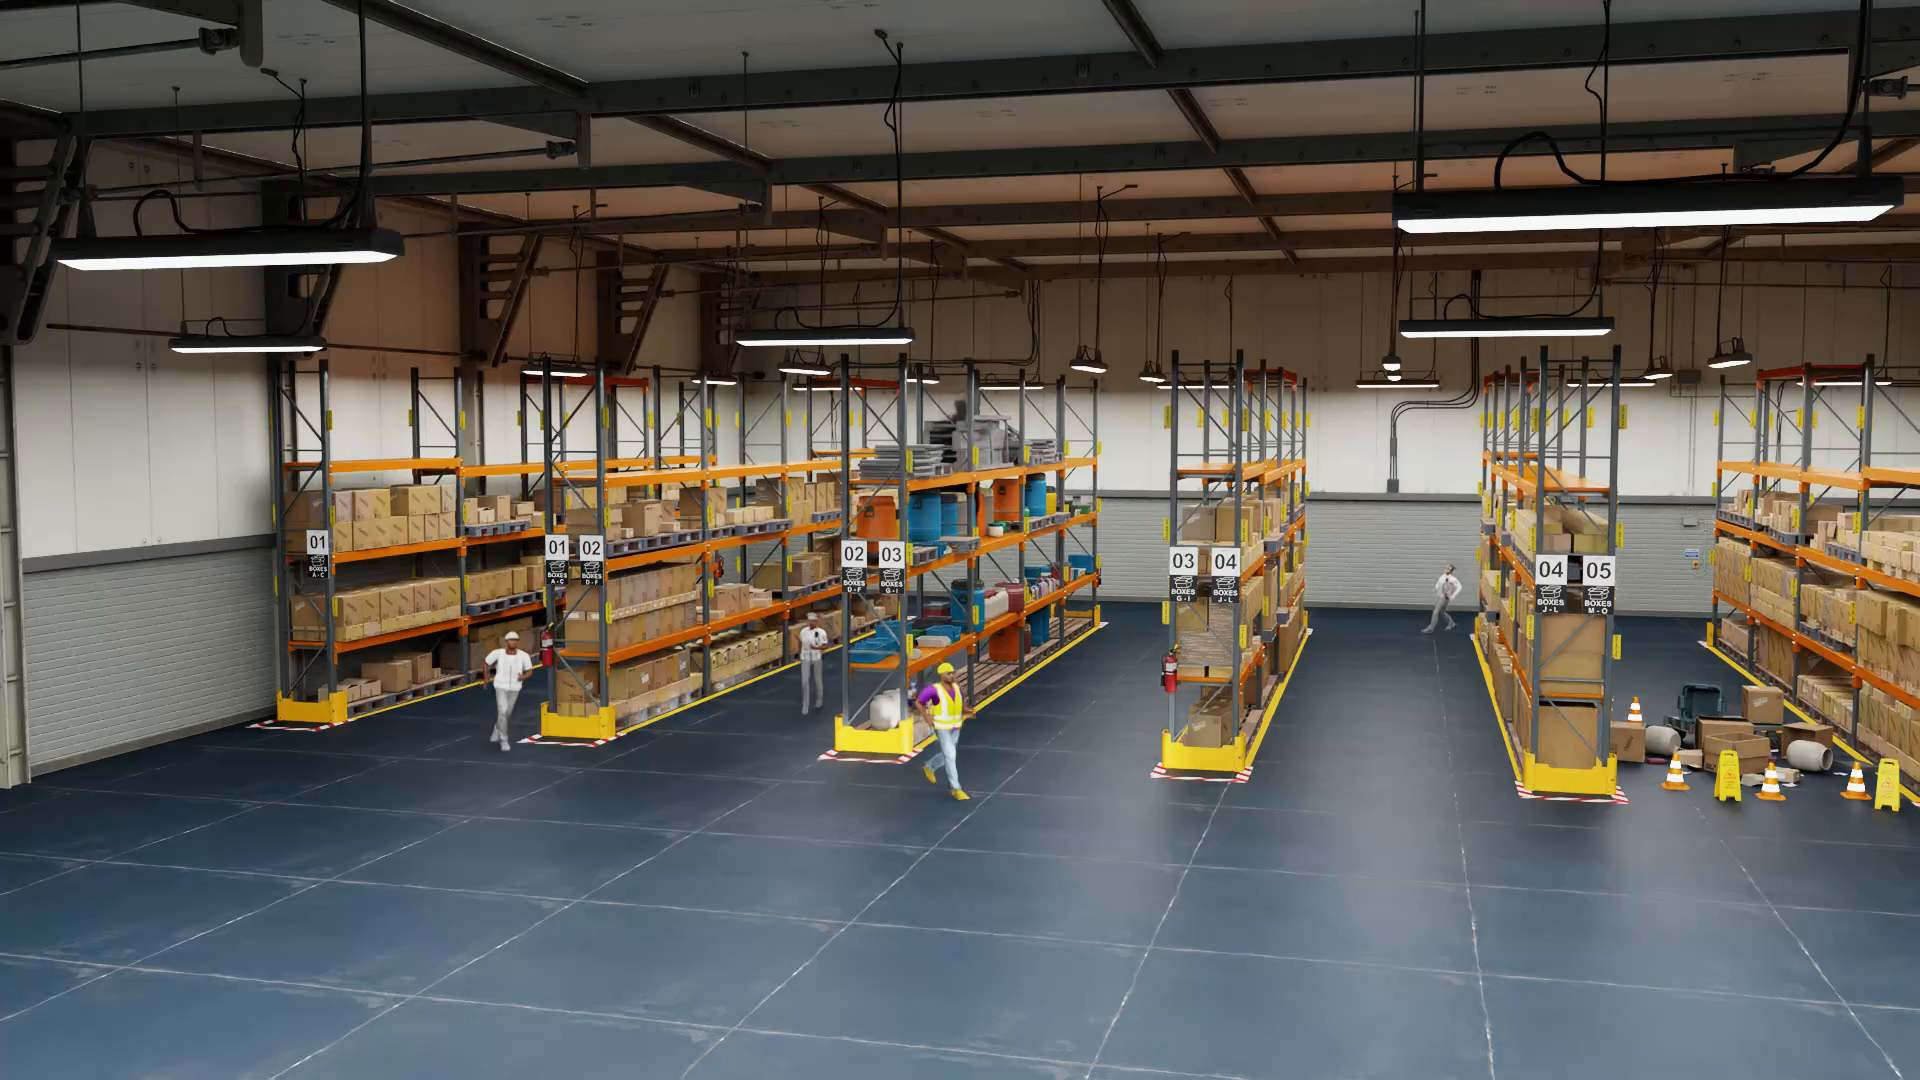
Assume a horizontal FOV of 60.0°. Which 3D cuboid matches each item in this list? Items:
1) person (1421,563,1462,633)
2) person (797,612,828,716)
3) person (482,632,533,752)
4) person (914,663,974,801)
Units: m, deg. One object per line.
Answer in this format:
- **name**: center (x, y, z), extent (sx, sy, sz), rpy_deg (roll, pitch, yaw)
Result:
- **person**: center (11.283, 1.357, 38.873), extent (0.911, 1.644, 0.660), rpy_deg (-1, 4, -11)
- **person**: center (-2.534, 2.105, 28.529), extent (0.549, 1.755, 0.764), rpy_deg (0, 4, 3)
- **person**: center (-6.888, 2.283, 25.428), extent (0.728, 1.751, 0.916), rpy_deg (-2, 5, -30)
- **person**: center (-0.196, 2.521, 22.200), extent (0.699, 1.774, 0.971), rpy_deg (-4, 6, -43)
